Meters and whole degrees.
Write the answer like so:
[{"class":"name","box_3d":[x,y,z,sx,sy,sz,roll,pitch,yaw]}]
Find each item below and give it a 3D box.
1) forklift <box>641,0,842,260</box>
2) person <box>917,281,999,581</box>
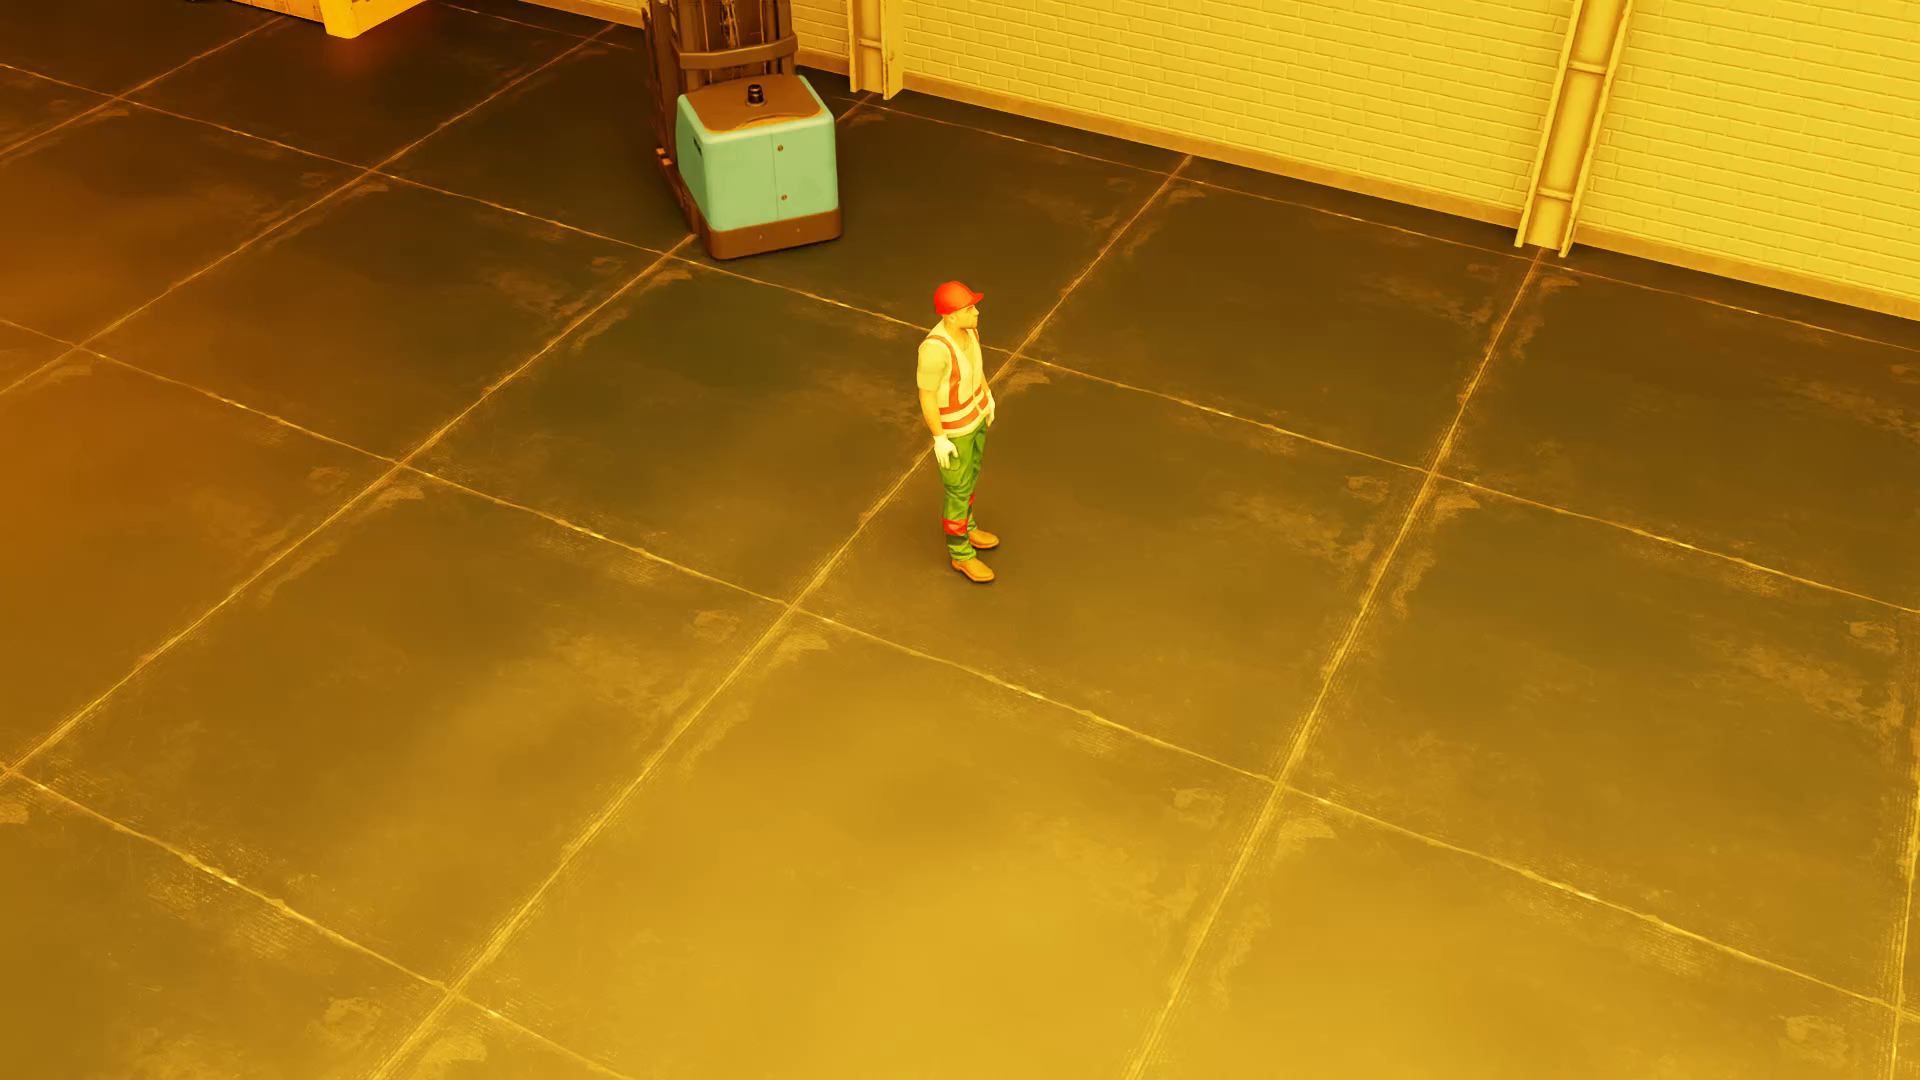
[{"class":"forklift","box_3d":[-1.931,-4.217,12.993,1.130,2.935,3.031,-14,42,-16]},{"class":"person","box_3d":[0.066,-0.659,9.644,0.562,1.790,0.637,18,43,21]}]
